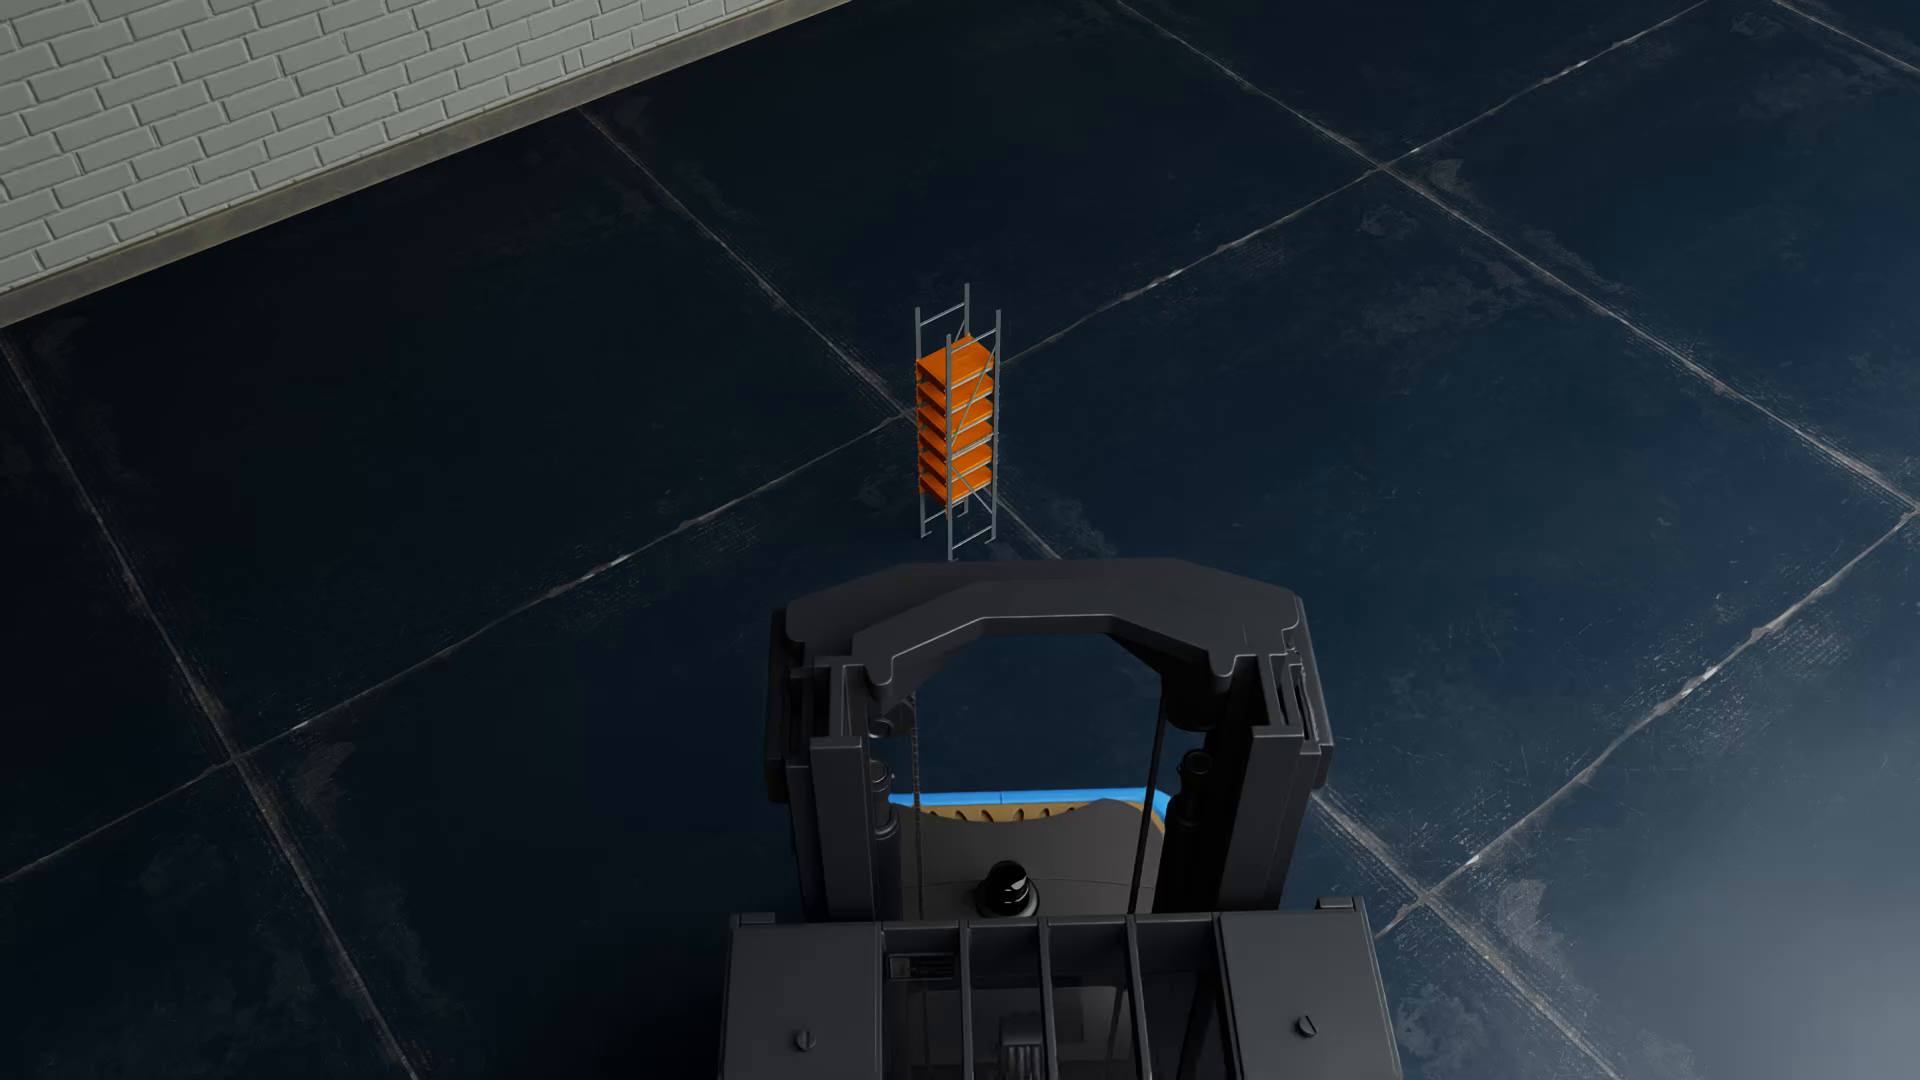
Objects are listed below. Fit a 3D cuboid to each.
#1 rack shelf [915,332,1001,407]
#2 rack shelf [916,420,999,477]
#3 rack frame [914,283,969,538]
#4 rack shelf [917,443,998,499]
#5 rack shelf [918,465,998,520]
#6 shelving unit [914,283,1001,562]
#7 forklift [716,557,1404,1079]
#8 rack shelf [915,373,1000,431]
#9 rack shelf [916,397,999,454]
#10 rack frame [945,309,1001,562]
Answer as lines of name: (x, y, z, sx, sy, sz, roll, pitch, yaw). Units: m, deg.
rack shelf: (-0.009, -0.623, 6.078, 0.258, 0.103, 0.180, -29, 54, -24)
rack shelf: (-0.009, -0.382, 6.345, 0.258, 0.103, 0.180, -29, 54, -24)
rack frame: (-0.064, -0.465, 6.361, 0.240, 1.200, 0.006, -29, 54, -24)
rack shelf: (-0.009, -0.301, 6.434, 0.258, 0.103, 0.180, -29, 54, -24)
rack shelf: (-0.009, -0.220, 6.523, 0.258, 0.103, 0.180, -29, 54, -24)
shelving unit: (-0.009, -0.412, 6.312, 0.258, 1.200, 0.189, -29, 54, -24)
forklift: (0.158, 1.536, 3.378, 1.130, 2.935, 3.031, -1, 48, -1)
rack shelf: (-0.009, -0.543, 6.167, 0.258, 0.103, 0.180, -29, 54, -24)
rack shelf: (-0.009, -0.462, 6.256, 0.258, 0.103, 0.180, -29, 54, -24)
rack frame: (0.047, -0.358, 6.263, 0.240, 1.200, 0.006, -29, 54, -24)
